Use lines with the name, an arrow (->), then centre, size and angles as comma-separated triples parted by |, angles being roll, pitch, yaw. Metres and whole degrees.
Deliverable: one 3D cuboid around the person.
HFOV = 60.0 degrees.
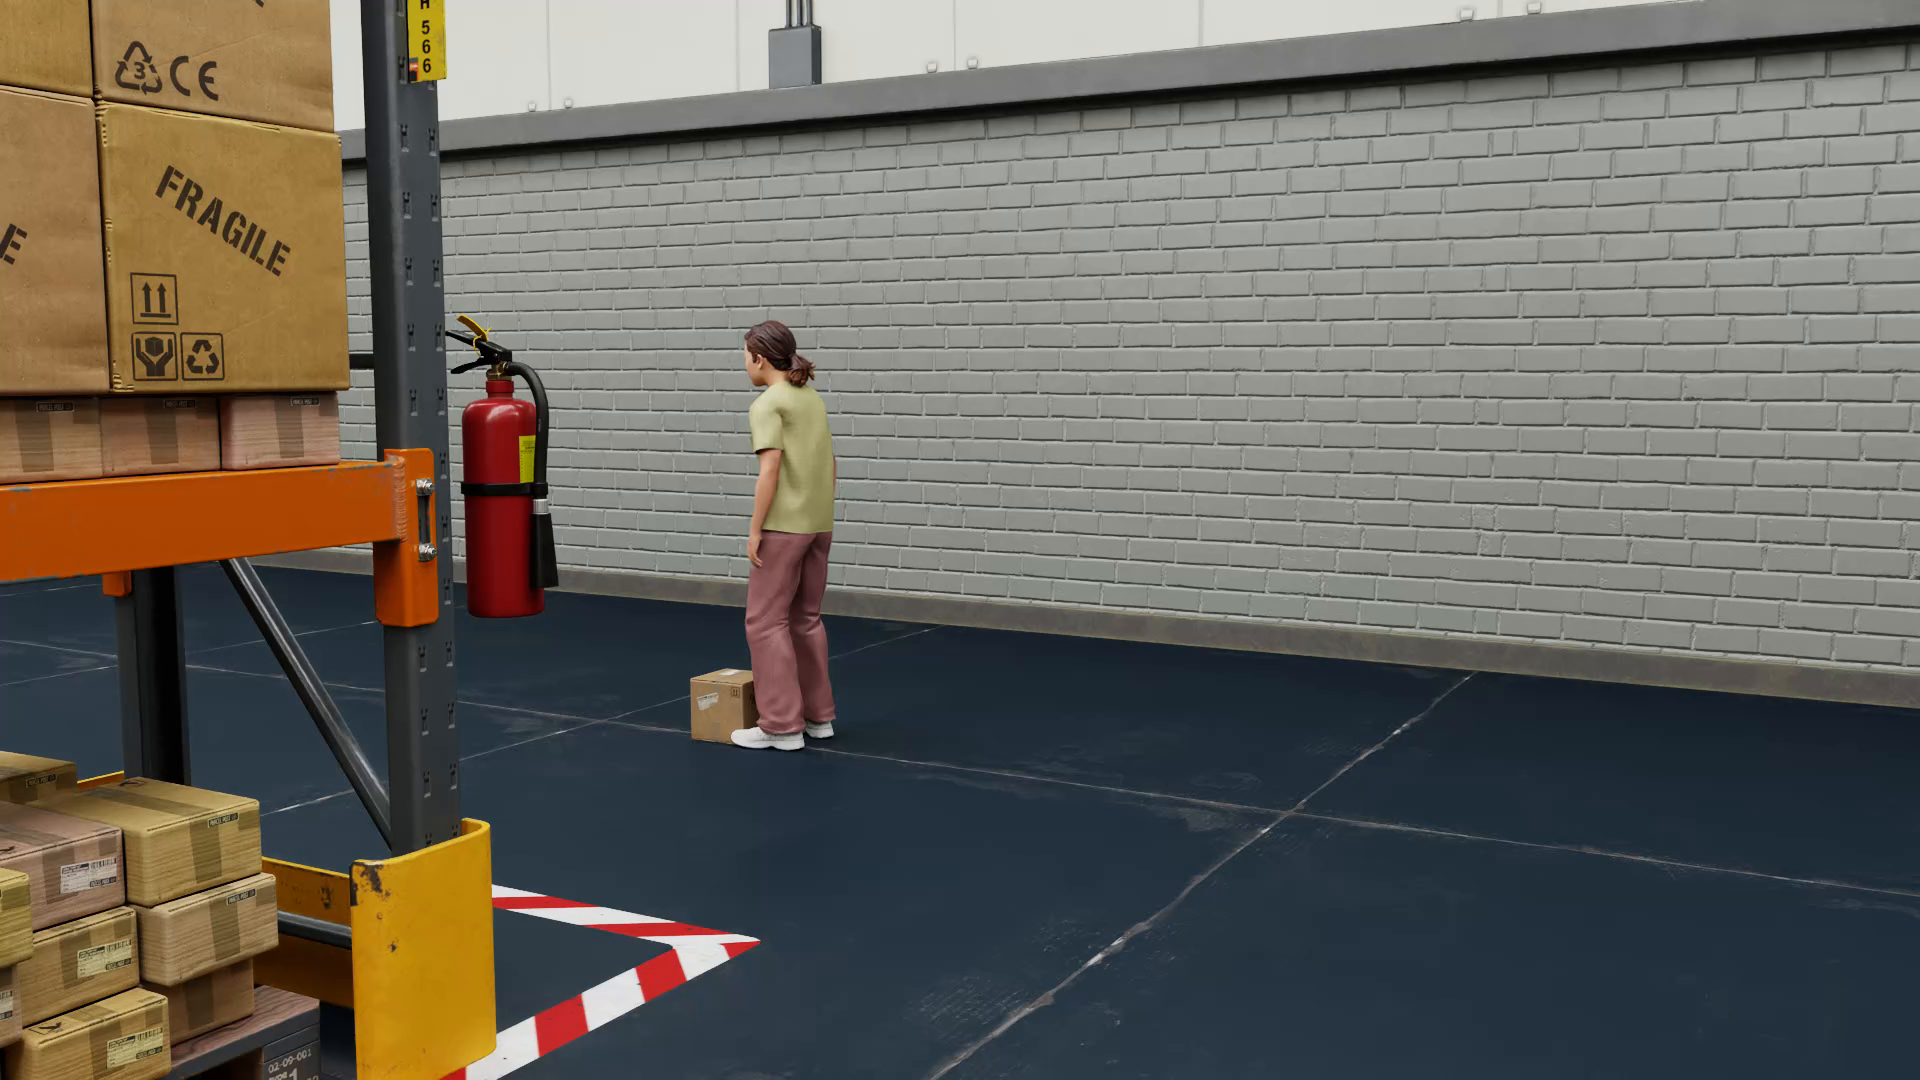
person -> -0.688, -0.023, 6.553 | 0.360, 1.672, 0.497 | 3, 7, 28
